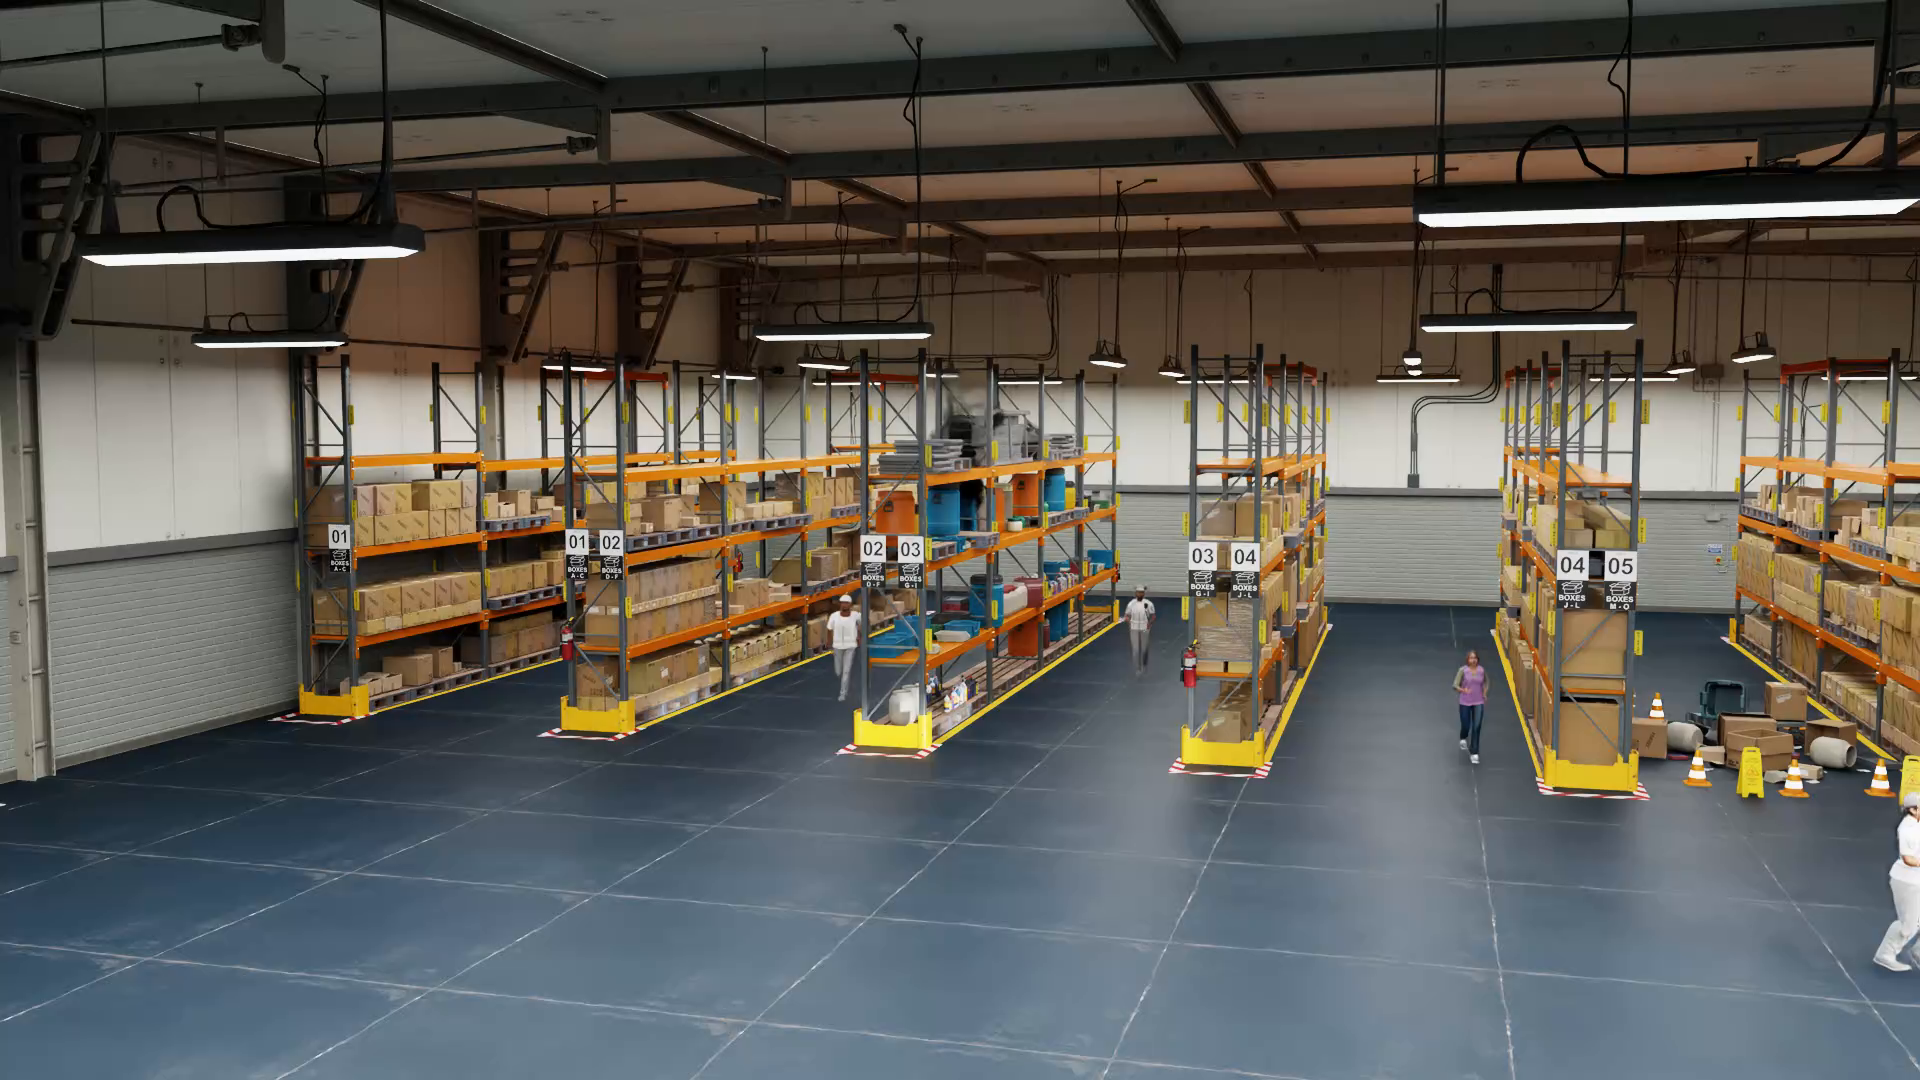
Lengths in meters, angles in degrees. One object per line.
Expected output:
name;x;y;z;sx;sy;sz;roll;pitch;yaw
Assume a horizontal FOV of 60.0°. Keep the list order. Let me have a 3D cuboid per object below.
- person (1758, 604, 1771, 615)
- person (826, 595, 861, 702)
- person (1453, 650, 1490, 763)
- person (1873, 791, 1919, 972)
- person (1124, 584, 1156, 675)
person;18.338;1.362;37.740;0.659;1.610;0.584;-3;5;-34
person;-1.882;1.780;27.542;0.700;1.749;0.801;1;4;8
person;7.409;2.384;24.077;0.541;1.572;0.867;1;4;9
person;8.528;3.078;14.777;0.586;1.695;0.661;-4;6;-41
person;3.258;1.634;30.187;0.573;1.651;0.538;1;4;9
